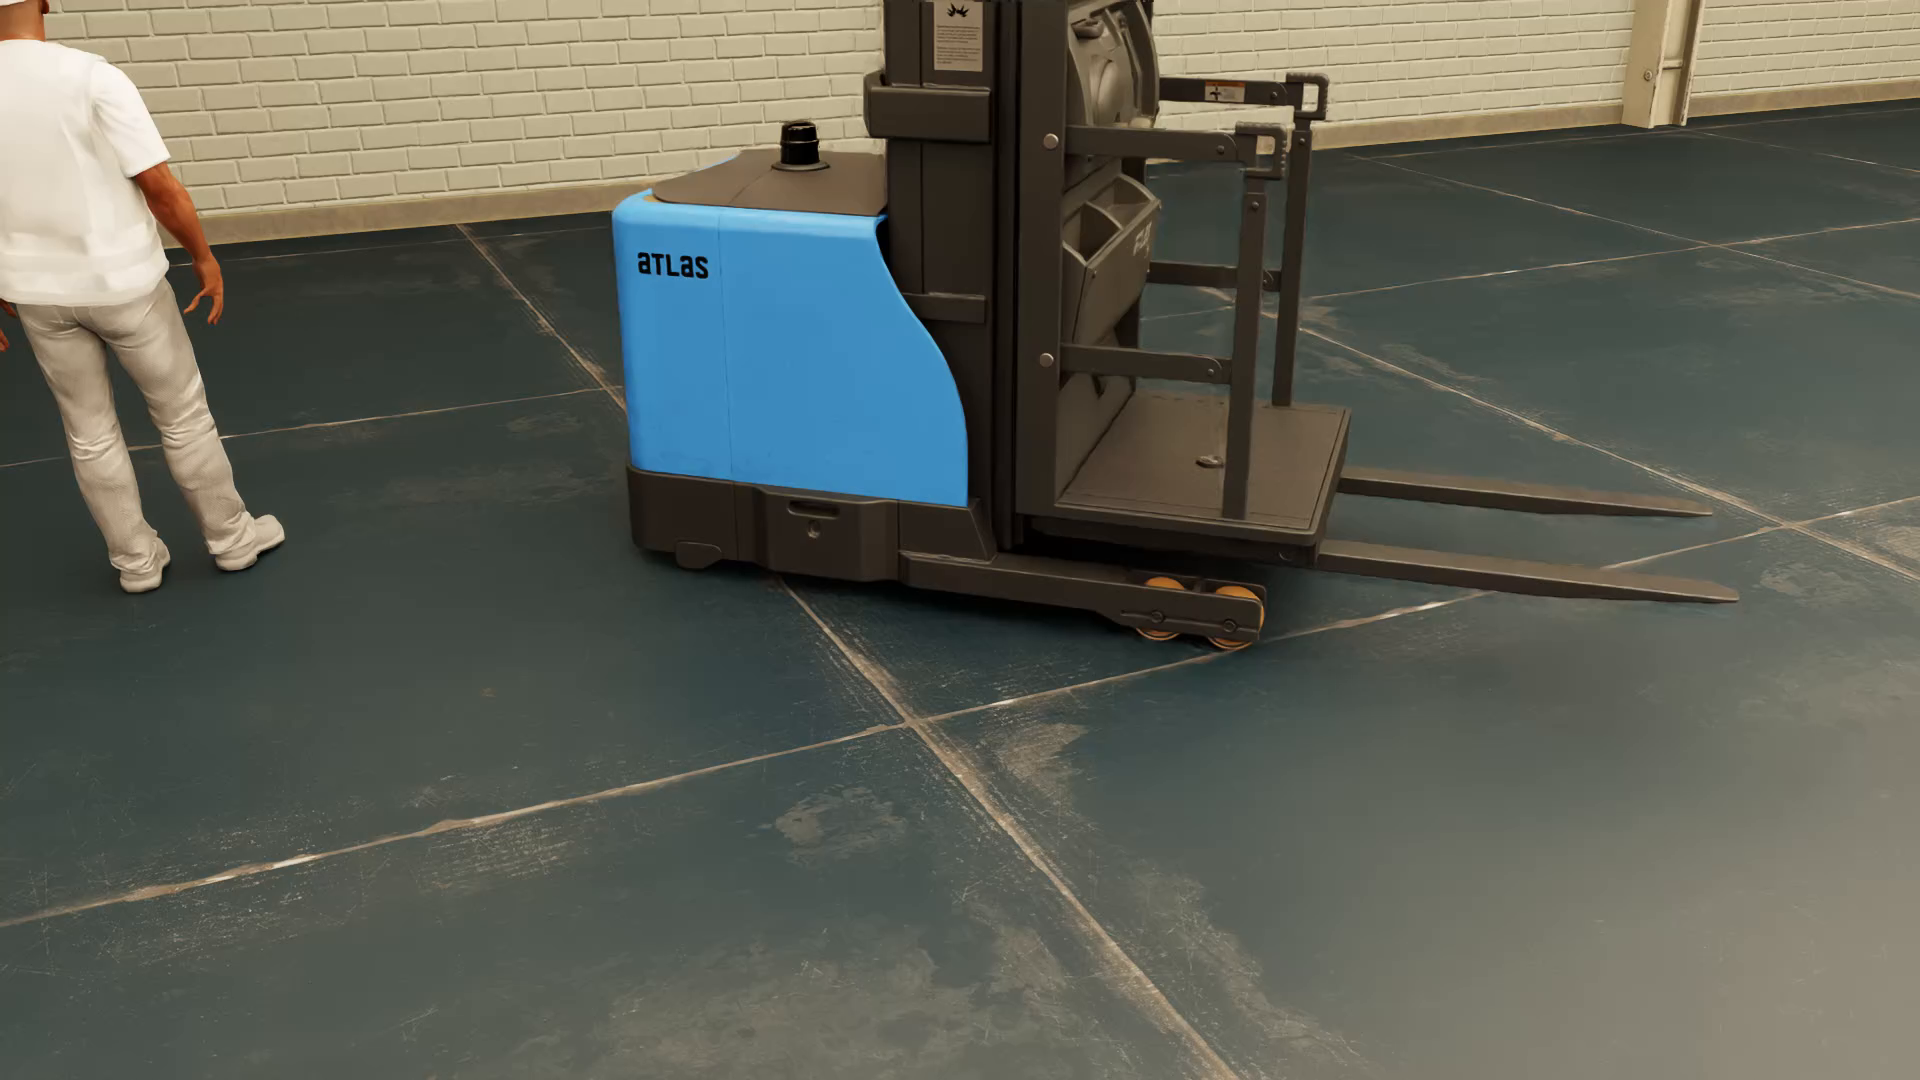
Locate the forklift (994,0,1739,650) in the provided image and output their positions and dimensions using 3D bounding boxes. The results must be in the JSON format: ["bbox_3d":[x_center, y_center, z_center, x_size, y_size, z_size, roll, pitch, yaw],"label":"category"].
[{"bbox_3d":[0.600,-1.288,4.388,3.031,2.935,1.121,7,23,16],"label":"forklift"}]

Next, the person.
[{"bbox_3d":[-2.343,-0.716,4.510,0.666,1.765,0.578,-3,23,-8],"label":"person"}]
